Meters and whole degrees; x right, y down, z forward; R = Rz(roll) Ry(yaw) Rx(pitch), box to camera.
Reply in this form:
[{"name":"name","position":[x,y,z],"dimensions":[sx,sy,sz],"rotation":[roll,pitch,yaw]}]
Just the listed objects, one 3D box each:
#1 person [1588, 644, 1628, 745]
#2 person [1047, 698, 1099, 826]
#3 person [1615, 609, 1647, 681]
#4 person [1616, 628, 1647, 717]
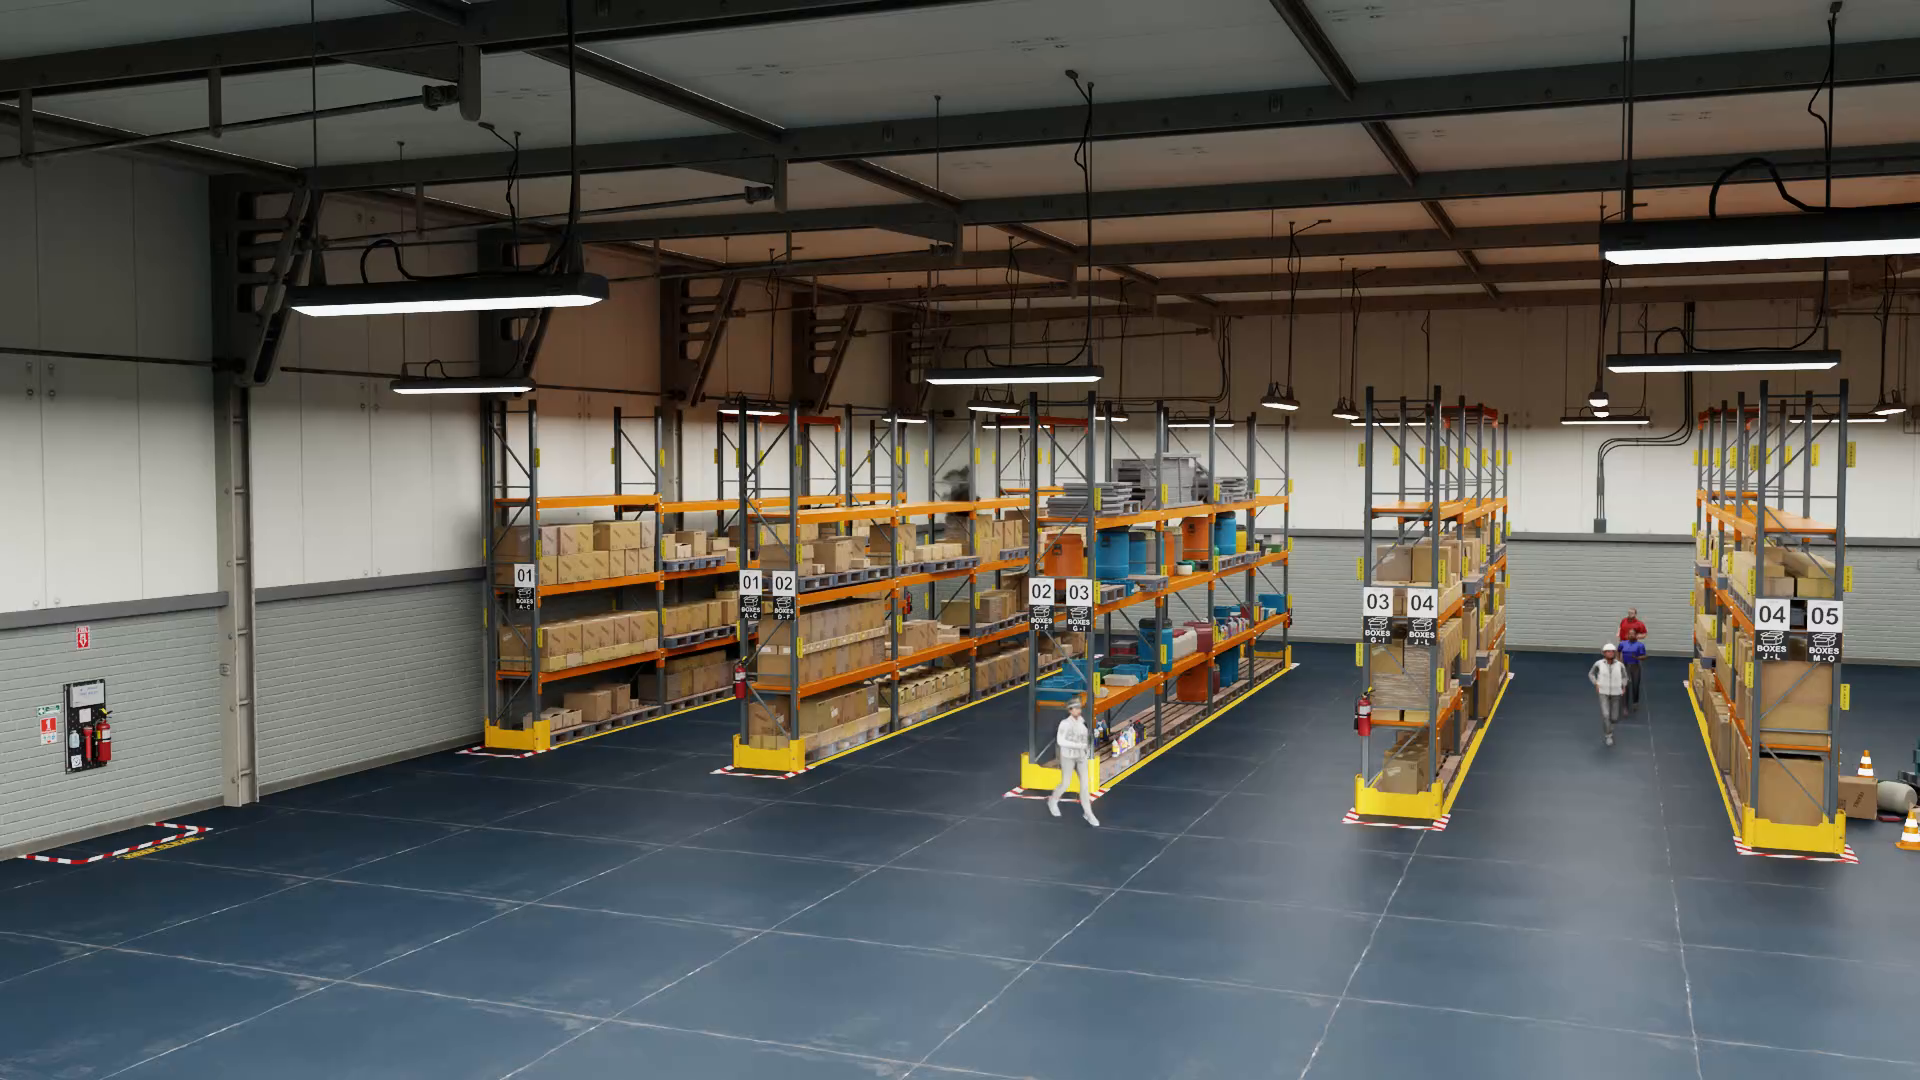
[{"name":"person","position":[11.429,2.699,29.311],"dimensions":[0.661,1.751,0.748],"rotation":[1,3,13]},{"name":"person","position":[1.550,3.009,22.832],"dimensions":[0.627,1.710,0.898],"rotation":[-2,4,-38]},{"name":"person","position":[14.813,2.369,36.708],"dimensions":[0.871,1.723,0.700],"rotation":[-3,4,-42]},{"name":"person","position":[13.072,2.557,32.401],"dimensions":[0.566,1.670,0.878],"rotation":[1,3,24]}]
